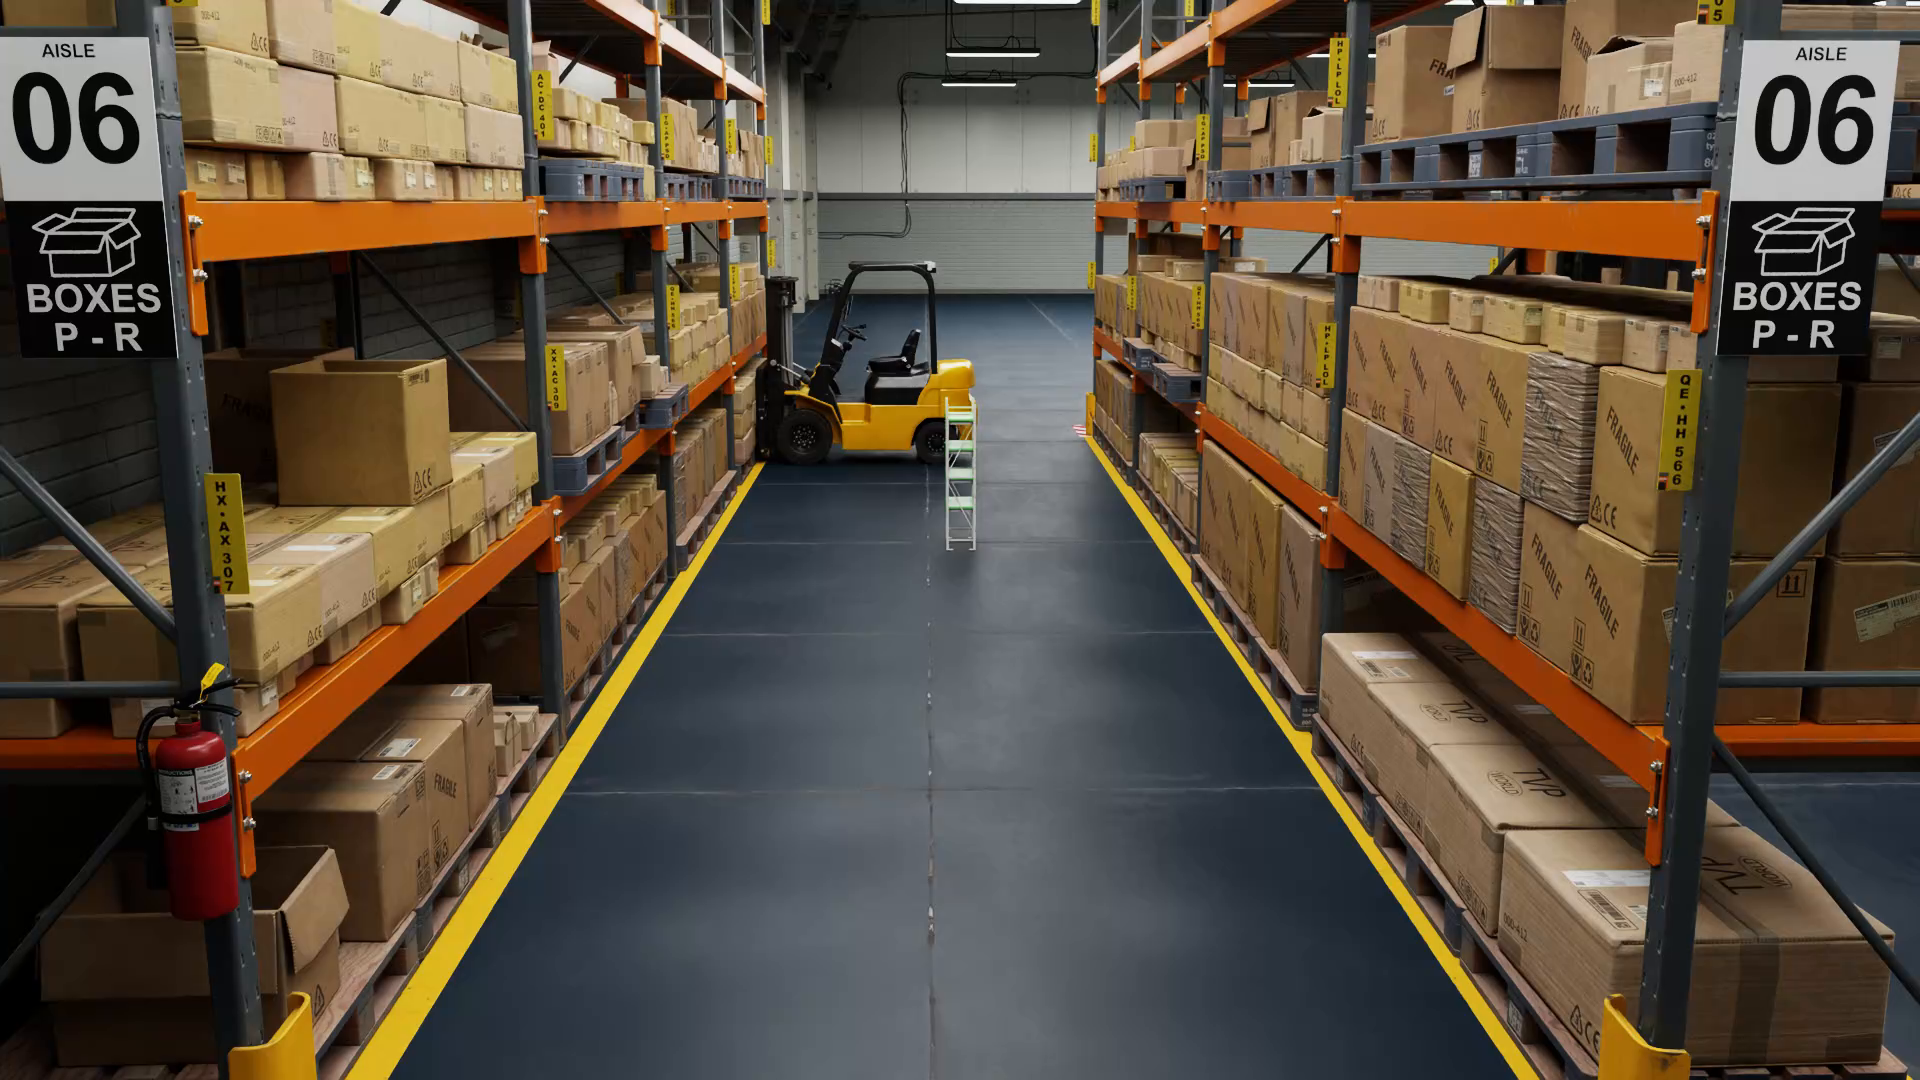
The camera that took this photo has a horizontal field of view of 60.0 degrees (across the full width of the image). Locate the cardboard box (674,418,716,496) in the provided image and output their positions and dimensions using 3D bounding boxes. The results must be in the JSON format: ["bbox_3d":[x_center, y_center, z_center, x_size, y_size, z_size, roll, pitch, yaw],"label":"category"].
[{"bbox_3d":[-2.707,-0.758,15.165,0.875,0.625,0.625,0,11,-2],"label":"cardboard box"}]

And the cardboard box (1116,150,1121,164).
[{"bbox_3d":[1.873,-4.102,17.817,0.380,0.149,0.250,0,11,0],"label":"cardboard box"}]

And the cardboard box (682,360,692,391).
[{"bbox_3d":[-2.425,-1.294,13.270,0.500,0.250,0.500,0,11,-2],"label":"cardboard box"}]

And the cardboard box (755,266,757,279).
[{"bbox_3d":[-2.486,-3.009,18.716,0.380,0.149,0.250,0,11,0],"label":"cardboard box"}]

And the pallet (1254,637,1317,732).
[{"bbox_3d":[2.299,0.809,9.540,1.003,0.211,1.213,0,11,-1],"label":"pallet"}]

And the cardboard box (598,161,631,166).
[{"bbox_3d":[-2.380,-2.274,10.559,0.500,0.250,0.500,0,11,-1],"label":"cardboard box"}]

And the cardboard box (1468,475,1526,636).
[{"bbox_3d":[2.183,0.045,6.042,0.500,0.500,0.500,0,11,0],"label":"cardboard box"}]

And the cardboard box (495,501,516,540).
[{"bbox_3d":[-2.256,-0.094,7.612,0.380,0.149,0.250,0,11,0],"label":"cardboard box"}]

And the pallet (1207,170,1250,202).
[{"bbox_3d":[2.374,-2.449,11.518,1.213,0.211,1.003,0,11,1],"label":"pallet"}]

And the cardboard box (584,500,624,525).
[{"bbox_3d":[-2.428,-0.171,10.957,0.380,0.149,0.250,0,11,-2],"label":"cardboard box"}]

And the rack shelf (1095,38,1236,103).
[{"bbox_3d":[2.184,-4.978,17.781,1.077,0.370,4.000,0,11,-1],"label":"rack shelf"}]

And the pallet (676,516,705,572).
[{"bbox_3d":[-2.633,0.024,13.408,1.003,0.211,1.213,0,11,-1],"label":"pallet"}]

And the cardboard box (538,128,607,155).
[{"bbox_3d":[-2.204,-2.249,9.380,0.380,0.149,0.250,0,11,-2],"label":"cardboard box"}]

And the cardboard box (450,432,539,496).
[{"bbox_3d":[-2.318,-0.355,7.895,0.500,0.250,0.500,0,11,0],"label":"cardboard box"}]

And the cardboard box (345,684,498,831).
[{"bbox_3d":[-2.407,0.933,7.148,0.700,0.500,0.500,-1,11,-3],"label":"cardboard box"}]

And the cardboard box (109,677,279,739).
[{"bbox_3d":[-2.222,0.469,4.837,0.380,0.149,0.250,0,11,-2],"label":"cardboard box"}]

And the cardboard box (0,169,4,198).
[{"bbox_3d":[-2.727,-0.998,4.520,0.380,0.149,0.250,0,11,0],"label":"cardboard box"}]

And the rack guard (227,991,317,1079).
[{"bbox_3d":[-2.491,1.622,4.807,1.175,0.500,0.348,0,11,-1],"label":"rack guard"}]

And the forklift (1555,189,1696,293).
[{"bbox_3d":[5.597,-1.368,13.429,3.031,2.935,1.130,-5,12,-22],"label":"forklift"}]

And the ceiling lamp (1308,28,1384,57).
[{"bbox_3d":[8.078,-11.862,35.212,2.000,3.185,0.800,0,11,-1],"label":"ceiling lamp"}]

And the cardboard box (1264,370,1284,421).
[{"bbox_3d":[2.104,-0.865,9.897,0.500,0.250,0.500,0,11,0],"label":"cardboard box"}]

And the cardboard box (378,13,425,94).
[{"bbox_3d":[-2.284,-1.767,6.051,0.500,0.250,0.500,0,11,0],"label":"cardboard box"}]

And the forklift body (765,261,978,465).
[{"bbox_3d":[-0.957,-1.983,18.425,2.313,2.155,1.214,0,11,-1],"label":"forklift body"}]

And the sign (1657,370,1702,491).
[{"bbox_3d":[1.930,-0.293,4.452,0.100,0.325,0.005,0,11,-1],"label":"sign"}]

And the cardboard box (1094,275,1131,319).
[{"bbox_3d":[1.875,-2.889,19.756,0.500,0.500,0.500,0,11,-2],"label":"cardboard box"}]

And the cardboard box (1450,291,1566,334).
[{"bbox_3d":[2.150,-0.895,6.527,0.380,0.149,0.250,0,11,-1],"label":"cardboard box"}]

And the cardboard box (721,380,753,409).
[{"bbox_3d":[-2.434,-1.521,17.356,0.500,0.250,0.500,0,11,-1],"label":"cardboard box"}]

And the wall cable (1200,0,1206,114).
[{"bbox_3d":[6.426,-13.824,51.011,2.305,6.003,0.169,0,11,-1],"label":"wall cable"}]

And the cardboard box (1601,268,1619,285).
[{"bbox_3d":[7.071,-2.820,17.322,0.875,0.550,0.550,0,11,-1],"label":"cardboard box"}]

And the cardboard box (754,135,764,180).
[{"bbox_3d":[-2.567,-4.455,19.373,0.500,0.500,0.500,0,11,1],"label":"cardboard box"}]

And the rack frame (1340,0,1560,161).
[{"bbox_3d":[2.391,-3.344,7.911,1.000,3.000,0.127,0,11,-1],"label":"rack frame"}]

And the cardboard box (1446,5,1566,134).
[{"bbox_3d":[2.451,-1.912,6.827,0.797,0.503,0.637,1,11,3],"label":"cardboard box"}]

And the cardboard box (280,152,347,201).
[{"bbox_3d":[-2.186,-1.152,5.282,0.380,0.149,0.250,0,11,0],"label":"cardboard box"}]

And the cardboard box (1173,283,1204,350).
[{"bbox_3d":[1.999,-1.792,13.292,0.500,0.500,0.500,0,11,-2],"label":"cardboard box"}]

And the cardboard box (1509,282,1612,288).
[{"bbox_3d":[2.631,-1.049,7.286,0.380,0.149,0.250,0,11,-2],"label":"cardboard box"}]

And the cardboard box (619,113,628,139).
[{"bbox_3d":[-2.333,-2.641,10.615,0.380,0.149,0.250,0,11,-2],"label":"cardboard box"}]

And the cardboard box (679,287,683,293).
[{"bbox_3d":[-3.038,-2.505,16.982,0.380,0.149,0.250,0,11,0],"label":"cardboard box"}]

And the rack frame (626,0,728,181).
[{"bbox_3d":[-2.737,-4.914,15.646,1.000,3.000,0.127,0,11,-1],"label":"rack frame"}]

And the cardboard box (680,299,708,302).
[{"bbox_3d":[-2.452,-2.069,14.831,0.380,0.149,0.250,-1,11,-3],"label":"cardboard box"}]

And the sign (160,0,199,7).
[{"bbox_3d":[-1.947,-1.489,4.110,0.100,0.325,0.005,0,11,-1],"label":"sign"}]

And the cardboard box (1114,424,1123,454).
[{"bbox_3d":[1.923,-1.075,17.673,0.500,0.250,0.500,-1,11,-3],"label":"cardboard box"}]

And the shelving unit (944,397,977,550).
[{"bbox_3d":[0.003,-0.555,13.778,0.258,1.200,0.503,0,11,-1],"label":"shelving unit"}]

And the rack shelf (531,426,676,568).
[{"bbox_3d":[-2.613,-0.428,10.435,1.077,0.370,4.000,0,11,-1],"label":"rack shelf"}]

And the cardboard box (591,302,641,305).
[{"bbox_3d":[-2.960,-1.966,14.324,0.380,0.149,0.250,0,11,-1],"label":"cardboard box"}]

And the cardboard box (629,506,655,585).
[{"bbox_3d":[-2.431,0.024,11.629,0.500,0.500,0.500,0,11,-2],"label":"cardboard box"}]

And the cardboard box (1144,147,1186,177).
[{"bbox_3d":[1.880,-3.278,14.451,0.500,0.250,0.500,0,11,-2],"label":"cardboard box"}]

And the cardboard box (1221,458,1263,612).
[{"bbox_3d":[2.253,-0.049,11.044,0.875,0.875,0.875,0,11,0],"label":"cardboard box"}]

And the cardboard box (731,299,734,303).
[{"bbox_3d":[-2.488,-2.456,16.739,0.380,0.149,0.250,0,11,0],"label":"cardboard box"}]

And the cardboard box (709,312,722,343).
[{"bbox_3d":[-2.454,-1.946,15.228,0.500,0.250,0.500,-1,11,-3],"label":"cardboard box"}]

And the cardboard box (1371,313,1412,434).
[{"bbox_3d":[2.162,-0.747,7.432,0.500,0.500,0.500,0,11,-2],"label":"cardboard box"}]

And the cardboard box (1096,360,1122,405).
[{"bbox_3d":[1.884,-1.849,19.603,0.500,0.500,0.500,-1,11,-3],"label":"cardboard box"}]

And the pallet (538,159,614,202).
[{"bbox_3d":[-2.515,-1.891,8.764,1.213,0.211,1.003,0,11,-1],"label":"pallet"}]

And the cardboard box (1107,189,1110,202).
[{"bbox_3d":[1.891,-3.965,19.145,0.380,0.149,0.250,0,11,0],"label":"cardboard box"}]

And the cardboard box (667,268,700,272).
[{"bbox_3d":[-3.014,-2.854,17.949,0.380,0.149,0.250,0,11,0],"label":"cardboard box"}]

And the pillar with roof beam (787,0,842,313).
[{"bbox_3d":[0.101,-10.355,42.468,9.100,9.000,0.548,0,11,-1],"label":"pillar with roof beam"}]

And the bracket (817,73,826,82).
[{"bbox_3d":[-3.963,-13.213,47.502,0.235,0.232,0.430,0,11,-1],"label":"bracket"}]

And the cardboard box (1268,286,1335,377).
[{"bbox_3d":[2.121,-1.235,9.835,0.500,0.500,0.500,0,11,1],"label":"cardboard box"}]
